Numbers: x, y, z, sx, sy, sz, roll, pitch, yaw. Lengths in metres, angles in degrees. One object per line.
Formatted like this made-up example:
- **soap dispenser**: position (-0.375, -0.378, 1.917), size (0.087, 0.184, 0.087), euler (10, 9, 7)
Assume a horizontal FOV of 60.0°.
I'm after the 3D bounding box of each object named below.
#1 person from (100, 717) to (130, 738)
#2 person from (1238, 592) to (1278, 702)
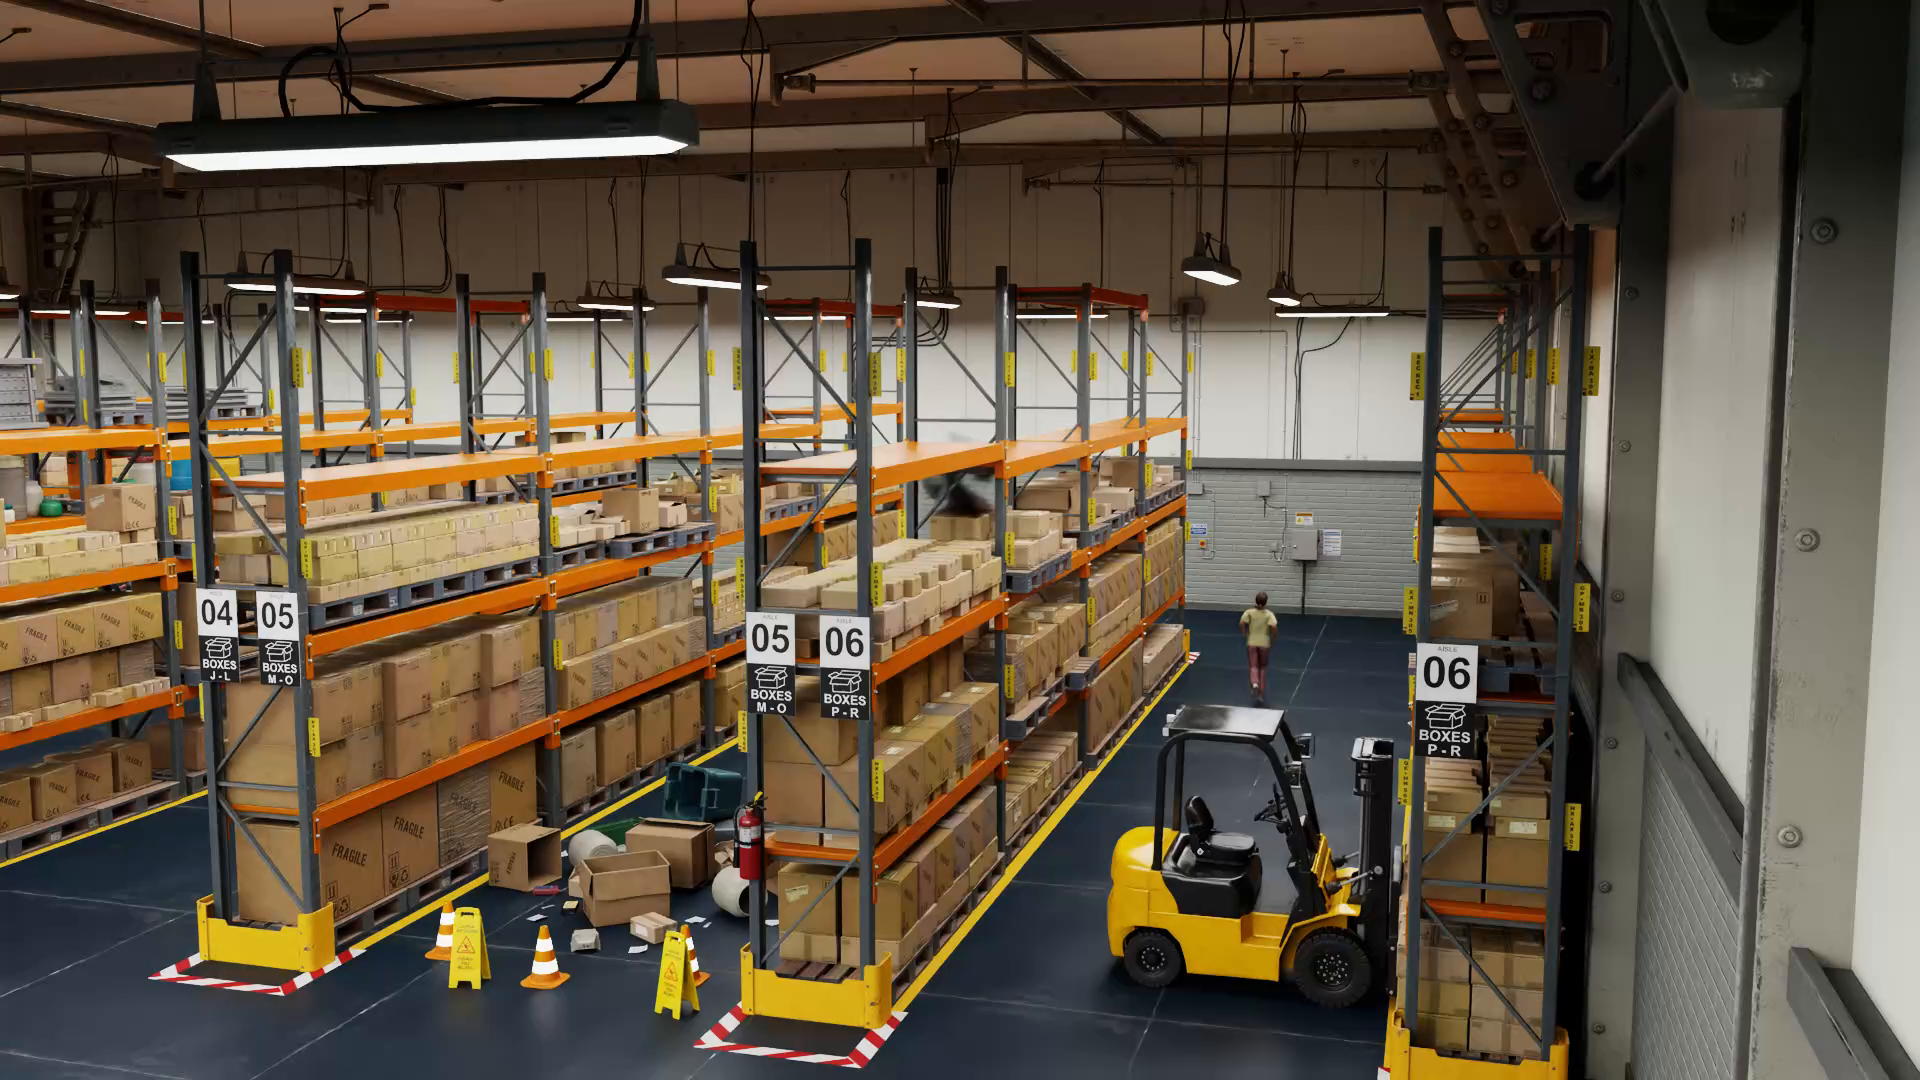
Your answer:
- **person**: position (-10.924, 1.900, 21.545), size (0.683, 1.719, 0.575), euler (1, 6, 9)
- **person**: position (4.386, 1.617, 24.513), size (0.587, 1.687, 0.733), euler (2, 7, 16)
